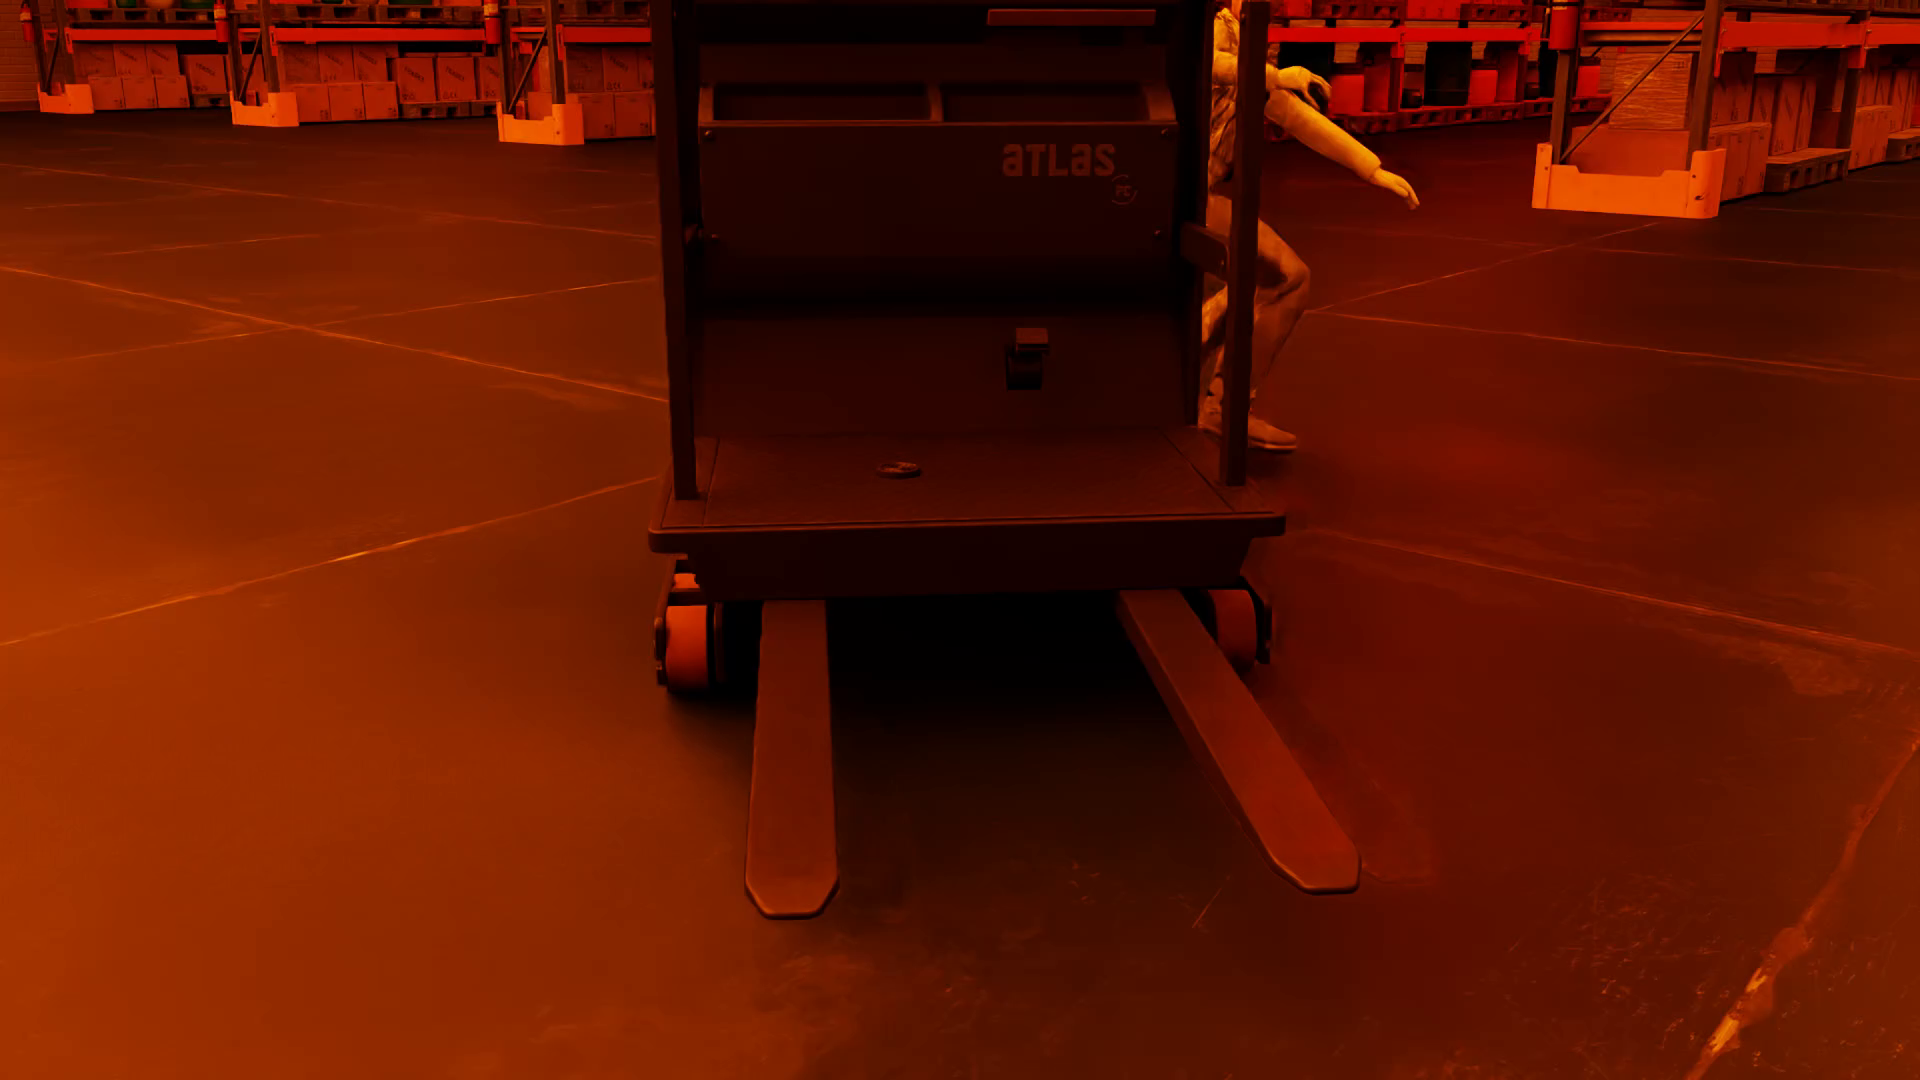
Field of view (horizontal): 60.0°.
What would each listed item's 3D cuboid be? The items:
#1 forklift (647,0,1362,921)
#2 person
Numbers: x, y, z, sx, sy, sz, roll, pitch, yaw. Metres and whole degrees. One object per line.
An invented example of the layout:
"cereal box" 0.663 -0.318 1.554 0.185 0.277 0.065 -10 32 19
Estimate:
"forklift" -0.020 -1.225 2.931 1.130 2.935 3.031 -2 17 -5
"person" 0.850 -0.955 4.628 0.871 1.414 0.740 3 17 11
